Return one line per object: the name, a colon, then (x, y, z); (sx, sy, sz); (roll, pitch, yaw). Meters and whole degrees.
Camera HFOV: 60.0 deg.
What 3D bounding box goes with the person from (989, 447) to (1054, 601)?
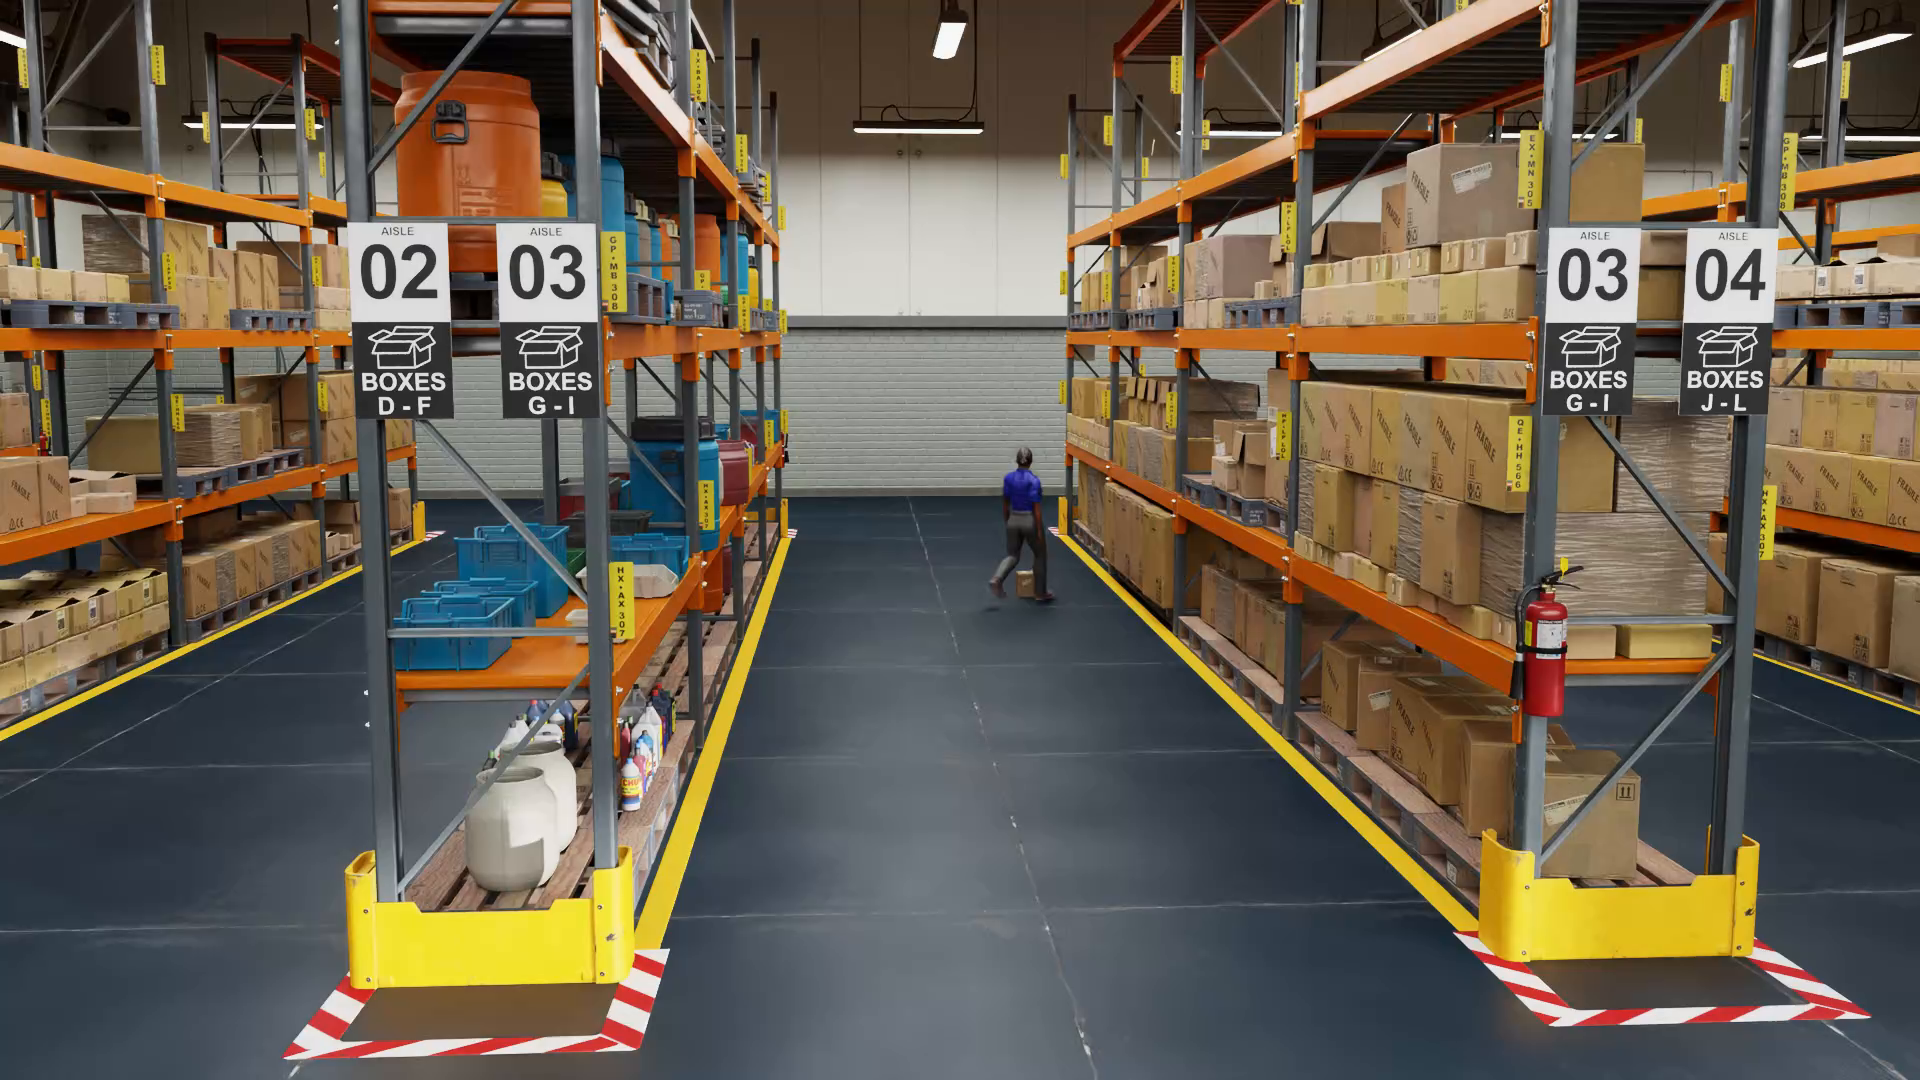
person: (0.671, -0.156, 17.121); (0.466, 1.611, 0.862); (4, 8, 30)
